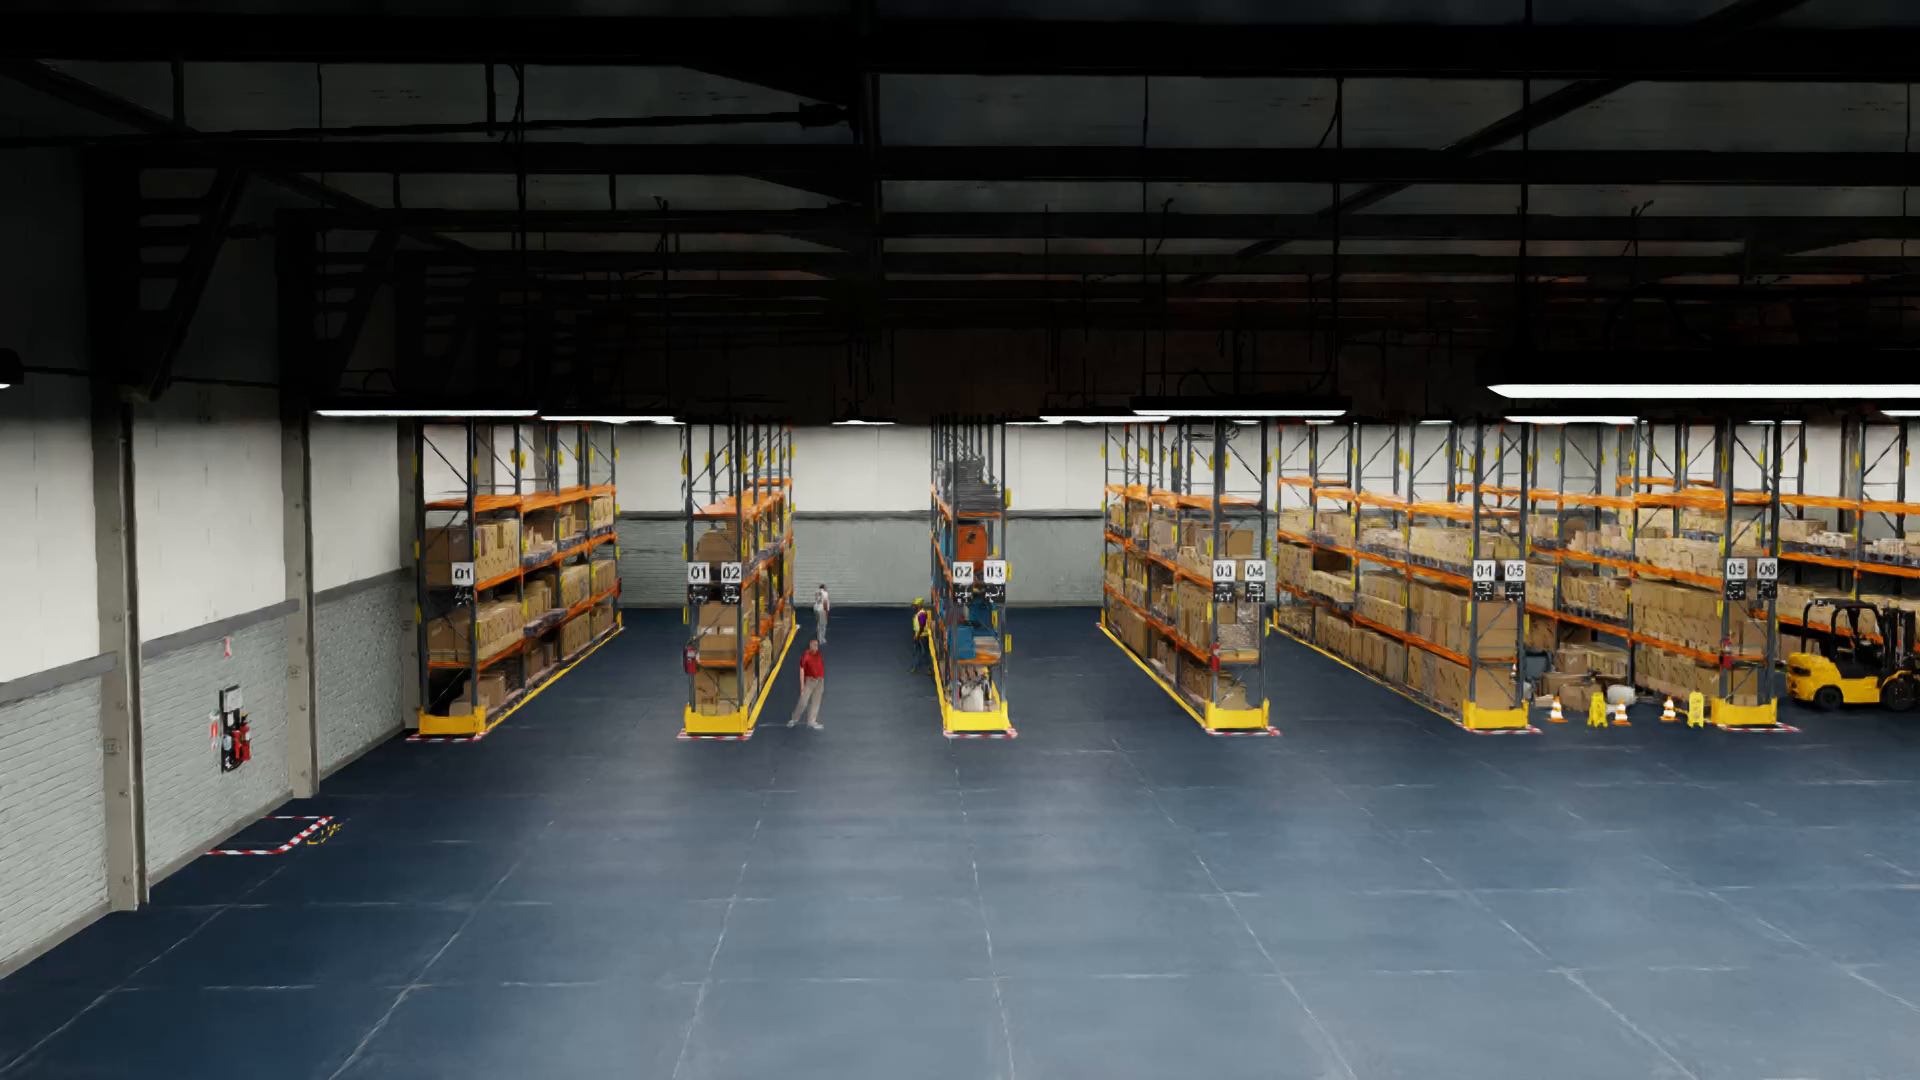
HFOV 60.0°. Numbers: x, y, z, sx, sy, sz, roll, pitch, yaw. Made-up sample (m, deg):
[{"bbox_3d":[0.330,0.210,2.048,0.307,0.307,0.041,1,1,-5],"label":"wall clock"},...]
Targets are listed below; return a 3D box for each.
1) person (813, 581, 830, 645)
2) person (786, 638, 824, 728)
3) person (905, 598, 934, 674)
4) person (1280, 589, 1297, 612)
[{"bbox_3d":[-3.621,1.900,43.837,0.449,1.668,0.530,-2,5,-32],"label":"person"},{"bbox_3d":[-2.921,2.721,31.508,0.737,1.719,0.545,-4,5,-43],"label":"person"},{"bbox_3d":[-0.918,2.217,38.502,0.606,1.764,0.673,-1,4,-19],"label":"person"},{"bbox_3d":[10.201,1.375,51.385,0.578,1.729,0.963,1,4,21],"label":"person"}]
